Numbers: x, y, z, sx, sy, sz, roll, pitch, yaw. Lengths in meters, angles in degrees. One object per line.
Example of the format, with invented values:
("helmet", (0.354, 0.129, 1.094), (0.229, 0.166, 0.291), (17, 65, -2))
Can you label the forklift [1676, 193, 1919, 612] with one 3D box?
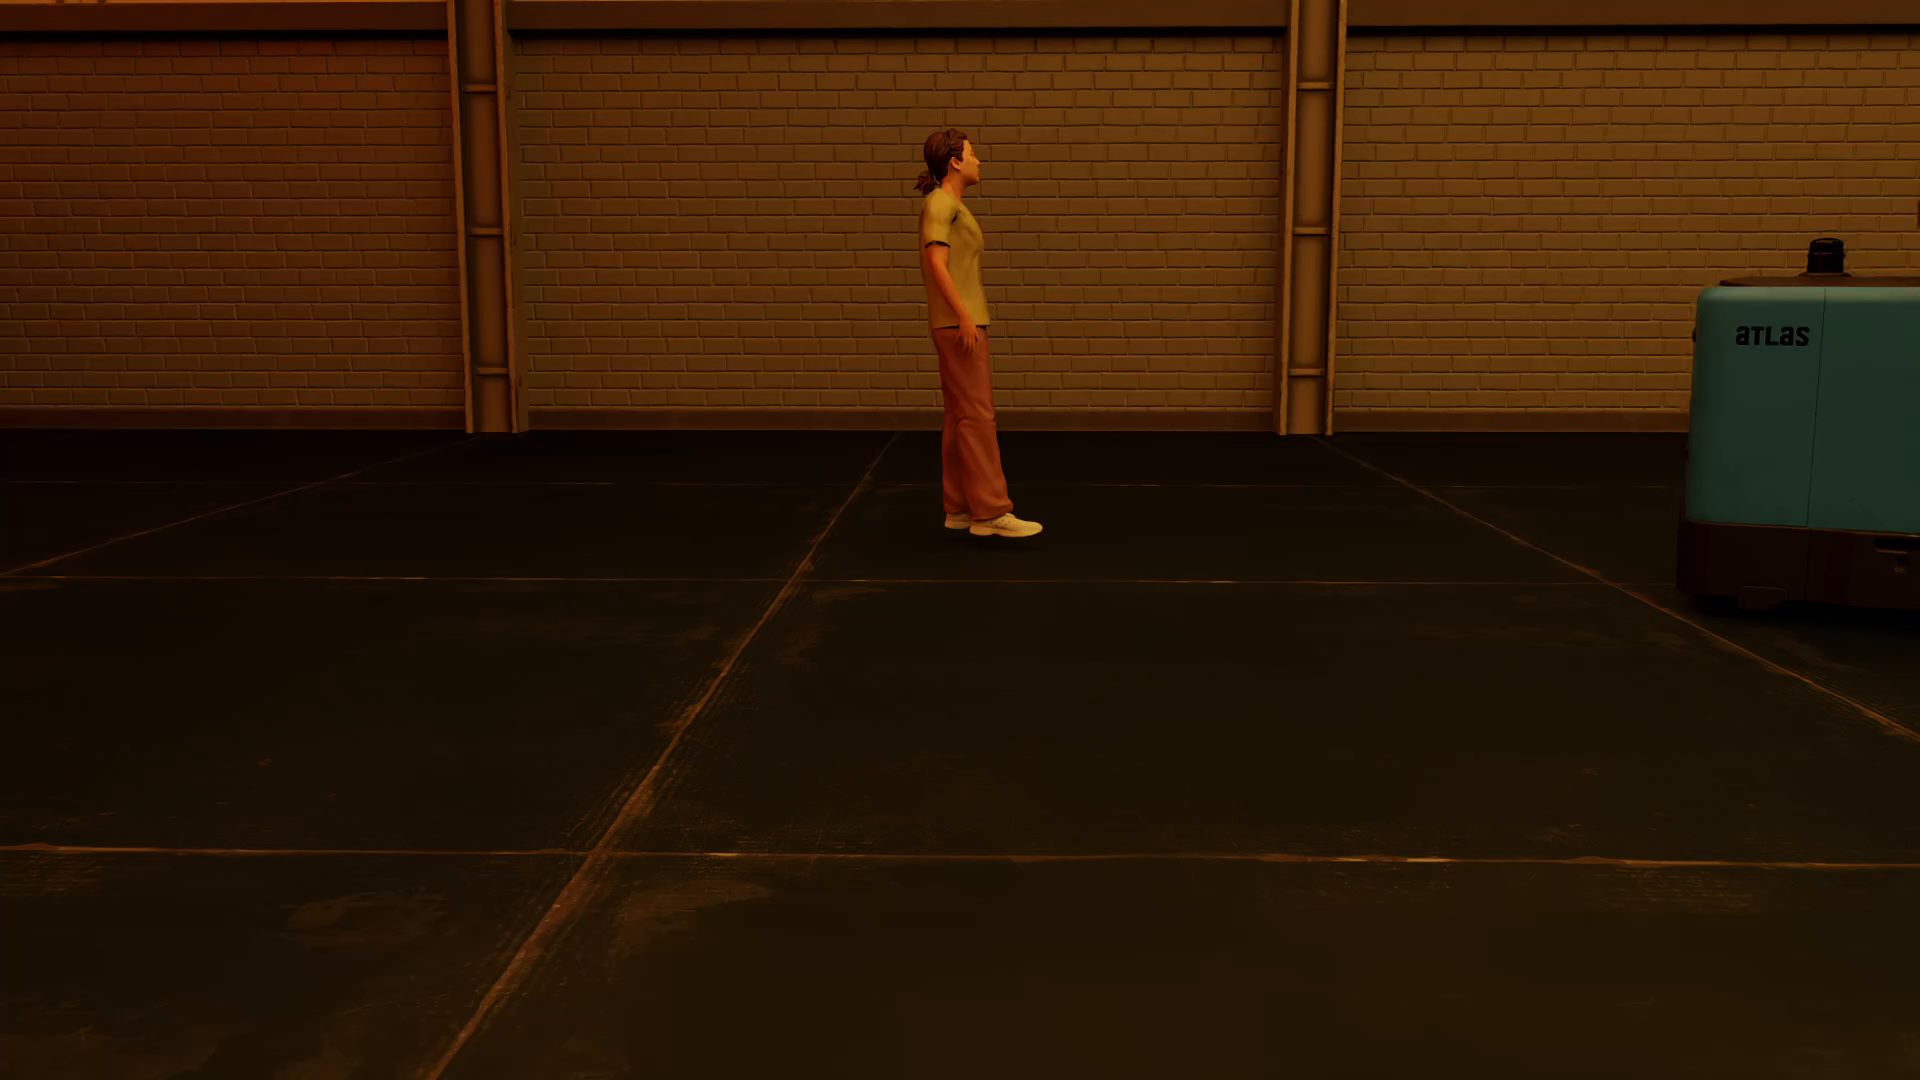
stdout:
("forklift", (3.965, -1.183, 5.166), (3.031, 2.935, 1.130), (4, 9, 23))

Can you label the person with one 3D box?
("person", (0.074, -0.873, 6.980), (0.547, 1.673, 0.553), (0, 9, 1))
